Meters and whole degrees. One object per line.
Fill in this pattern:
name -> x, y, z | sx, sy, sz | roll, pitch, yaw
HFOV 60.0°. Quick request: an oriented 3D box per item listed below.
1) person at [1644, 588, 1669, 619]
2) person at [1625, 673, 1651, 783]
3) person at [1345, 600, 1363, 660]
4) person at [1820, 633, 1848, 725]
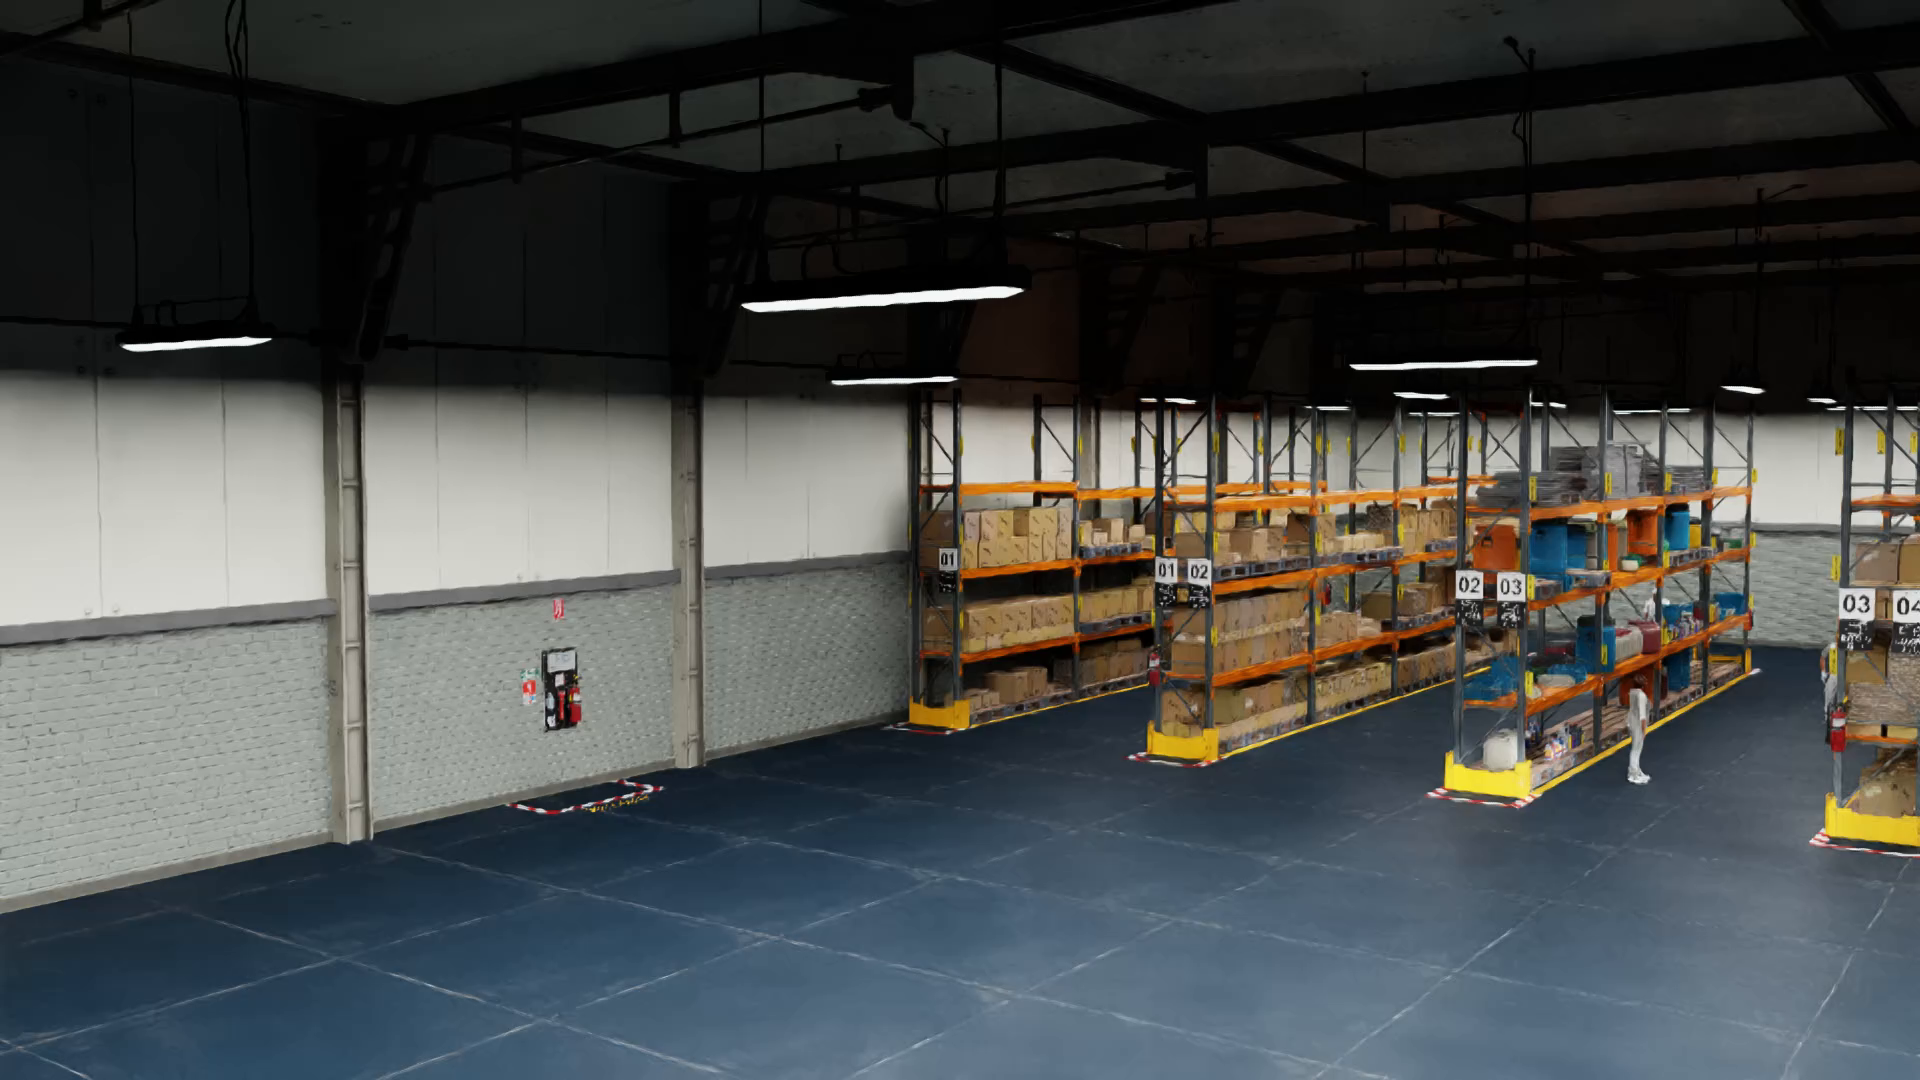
person -> 16.244, 1.937, 38.781 | 0.577, 1.691, 1.121 | 3, 4, 38
person -> 10.101, 2.798, 24.707 | 0.399, 1.569, 0.469 | 0, 3, 4
person -> 8.746, 2.100, 36.742 | 0.637, 1.631, 0.508 | 2, 4, 34
person -> 15.694, 2.450, 29.653 | 0.677, 1.742, 0.552 | 2, 4, 34
